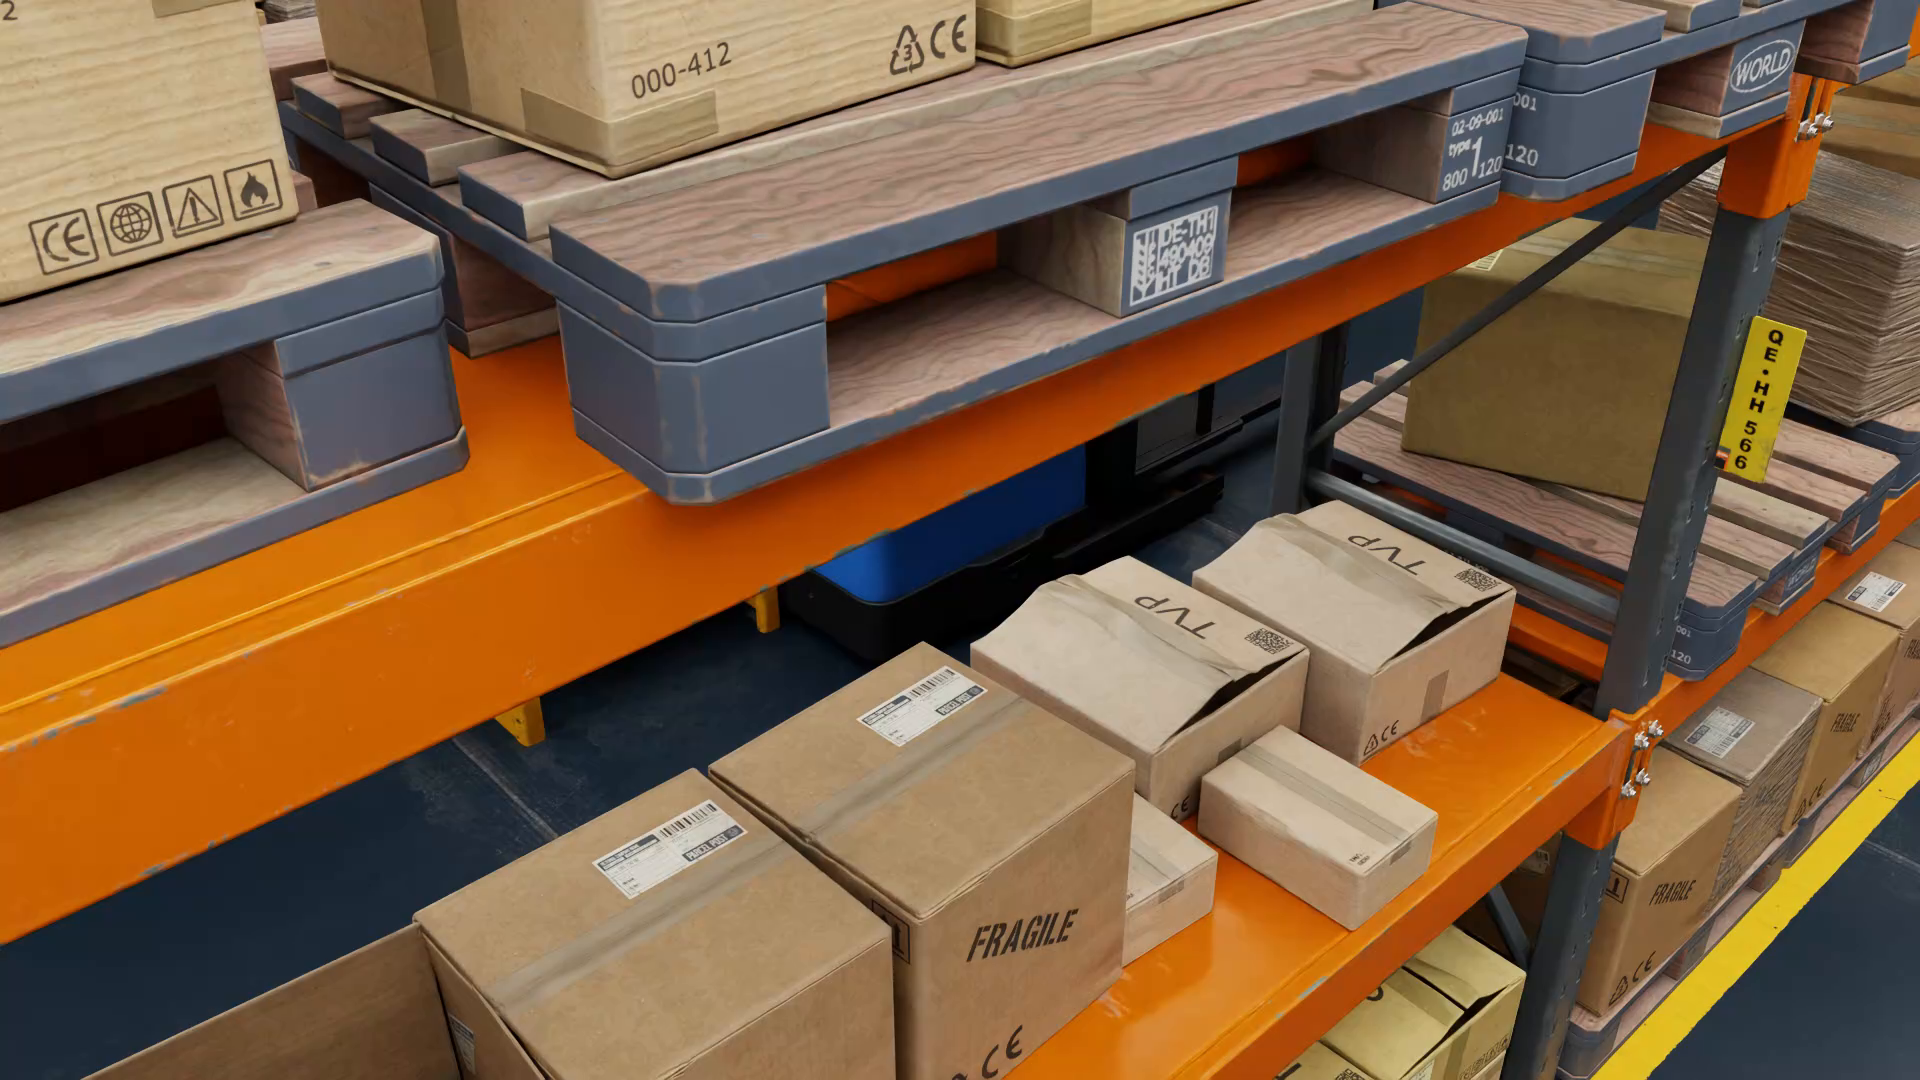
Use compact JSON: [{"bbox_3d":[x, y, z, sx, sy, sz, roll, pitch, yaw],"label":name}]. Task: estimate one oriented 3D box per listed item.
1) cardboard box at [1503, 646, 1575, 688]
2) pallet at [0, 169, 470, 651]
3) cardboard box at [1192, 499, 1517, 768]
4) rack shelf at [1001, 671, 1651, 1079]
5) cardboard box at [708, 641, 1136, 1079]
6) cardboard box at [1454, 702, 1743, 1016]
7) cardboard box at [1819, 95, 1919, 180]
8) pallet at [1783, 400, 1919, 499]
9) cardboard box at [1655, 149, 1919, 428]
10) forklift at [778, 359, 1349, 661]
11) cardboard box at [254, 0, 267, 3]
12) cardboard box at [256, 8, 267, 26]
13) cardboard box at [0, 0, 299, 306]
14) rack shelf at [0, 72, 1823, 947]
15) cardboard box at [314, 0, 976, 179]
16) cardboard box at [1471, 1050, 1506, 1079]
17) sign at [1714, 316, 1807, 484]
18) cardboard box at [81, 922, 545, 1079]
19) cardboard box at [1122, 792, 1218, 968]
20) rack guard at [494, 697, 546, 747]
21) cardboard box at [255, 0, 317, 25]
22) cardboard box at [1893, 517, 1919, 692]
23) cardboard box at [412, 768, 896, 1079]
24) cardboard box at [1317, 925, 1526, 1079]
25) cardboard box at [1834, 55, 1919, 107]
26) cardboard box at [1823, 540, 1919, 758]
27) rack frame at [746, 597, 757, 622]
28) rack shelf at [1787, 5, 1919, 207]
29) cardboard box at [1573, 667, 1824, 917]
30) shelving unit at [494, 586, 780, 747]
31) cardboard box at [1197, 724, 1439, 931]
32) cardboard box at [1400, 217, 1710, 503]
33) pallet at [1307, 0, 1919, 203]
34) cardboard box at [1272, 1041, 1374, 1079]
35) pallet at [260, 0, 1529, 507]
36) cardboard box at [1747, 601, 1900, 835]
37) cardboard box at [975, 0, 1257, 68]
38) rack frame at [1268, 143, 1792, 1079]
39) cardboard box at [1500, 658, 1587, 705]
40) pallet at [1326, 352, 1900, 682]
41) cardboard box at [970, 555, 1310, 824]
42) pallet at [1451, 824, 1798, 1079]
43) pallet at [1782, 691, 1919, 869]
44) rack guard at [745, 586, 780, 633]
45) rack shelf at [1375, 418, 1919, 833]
[{"bbox_3d":[1.722,0.132,4.915,0.500,0.250,0.500,-24,39,-34],"label":"cardboard box"},{"bbox_3d":[-1.137,-0.081,1.316,0.805,0.209,1.217,27,41,37],"label":"pallet"},{"bbox_3d":[0.861,0.166,3.688,0.500,0.311,0.500,-23,38,-33],"label":"cardboard box"},{"bbox_3d":[-0.309,1.032,2.876,4.000,0.370,1.077,-26,40,-35],"label":"rack shelf"},{"bbox_3d":[-0.061,0.575,2.839,0.500,0.500,0.500,27,40,36],"label":"cardboard box"},{"bbox_3d":[1.686,0.843,4.471,0.500,0.500,0.500,-24,39,-34],"label":"cardboard box"},{"bbox_3d":[2.837,-0.974,4.970,0.700,0.500,0.500,18,36,27],"label":"cardboard box"},{"bbox_3d":[2.581,-0.594,5.030,1.213,0.211,1.003,-26,40,-35],"label":"pallet"},{"bbox_3d":[2.343,-0.724,4.560,0.500,0.500,0.700,-18,36,-27],"label":"cardboard box"},{"bbox_3d":[0.461,-1.475,6.352,3.031,2.935,1.130,-26,40,-36],"label":"forklift"},{"bbox_3d":[-2.671,-2.131,6.221,0.380,0.149,0.250,22,38,31],"label":"cardboard box"},{"bbox_3d":[-2.942,-1.729,6.185,0.700,0.500,0.500,25,39,35],"label":"cardboard box"},{"bbox_3d":[-0.916,-0.371,1.347,0.500,0.250,0.500,25,39,34],"label":"cardboard box"},{"bbox_3d":[-0.309,-0.247,2.094,4.000,0.370,1.077,-26,40,-35],"label":"rack shelf"},{"bbox_3d":[-0.332,-0.615,1.746,0.500,0.250,0.500,25,40,35],"label":"cardboard box"},{"bbox_3d":[0.938,1.290,3.999,0.500,0.250,0.500,-25,39,-34],"label":"cardboard box"},{"bbox_3d":[1.538,-0.267,3.201,0.005,0.325,0.100,-26,40,-35],"label":"sign"},{"bbox_3d":[-0.815,0.939,2.243,0.500,0.500,0.500,-23,38,-32],"label":"cardboard box"},{"bbox_3d":[0.261,0.597,3.139,0.250,0.149,0.380,-23,38,-32],"label":"cardboard box"},{"bbox_3d":[-1.627,0.468,5.745,0.087,0.250,0.587,-26,40,-35],"label":"rack guard"},{"bbox_3d":[-2.551,-1.938,6.526,0.700,0.500,0.500,24,39,34],"label":"cardboard box"},{"bbox_3d":[3.188,0.110,5.669,0.500,0.500,0.500,-25,39,-35],"label":"cardboard box"},{"bbox_3d":[-0.447,0.761,2.534,0.500,0.500,0.500,-26,40,-35],"label":"cardboard box"},{"bbox_3d":[0.941,1.051,3.852,0.500,0.311,0.500,-25,39,-34],"label":"cardboard box"},{"bbox_3d":[3.130,-1.274,5.460,0.500,0.500,0.700,-19,36,-28],"label":"cardboard box"},{"bbox_3d":[2.816,0.292,5.372,0.500,0.500,0.500,-27,41,-37],"label":"cardboard box"},{"bbox_3d":[-0.891,-0.416,5.993,0.032,1.500,0.500,-26,40,-35],"label":"rack frame"},{"bbox_3d":[2.624,-1.666,4.414,4.000,0.370,1.077,-26,40,-35],"label":"rack shelf"},{"bbox_3d":[2.066,0.655,4.778,0.500,0.500,0.500,-27,41,-37],"label":"cardboard box"},{"bbox_3d":[-1.259,-0.240,5.706,1.083,1.500,0.587,-26,40,-35],"label":"shelving unit"},{"bbox_3d":[0.686,0.548,3.220,0.250,0.149,0.380,-26,40,-35],"label":"cardboard box"},{"bbox_3d":[1.543,-0.472,4.149,0.700,0.500,0.500,15,35,23],"label":"cardboard box"},{"bbox_3d":[0.721,-0.908,2.666,1.003,0.211,1.213,-24,39,-33],"label":"pallet"},{"bbox_3d":[0.565,1.237,3.547,0.500,0.311,0.500,-27,40,-36],"label":"cardboard box"},{"bbox_3d":[-0.097,-0.511,2.015,1.213,0.211,1.003,-24,39,-33],"label":"pallet"},{"bbox_3d":[2.437,0.479,5.066,0.500,0.500,0.500,-26,40,-36],"label":"cardboard box"},{"bbox_3d":[0.064,-0.805,2.057,0.500,0.250,0.500,-27,40,-36],"label":"cardboard box"},{"bbox_3d":[1.158,0.016,3.849,0.127,3.000,1.000,-26,40,-35],"label":"rack frame"},{"bbox_3d":[1.684,0.473,5.075,0.500,0.500,0.500,-24,39,-34],"label":"cardboard box"},{"bbox_3d":[1.607,-0.170,4.336,1.003,0.211,1.213,-26,40,-35],"label":"pallet"},{"bbox_3d":[0.370,0.297,3.474,0.500,0.311,0.500,-26,40,-36],"label":"cardboard box"},{"bbox_3d":[1.731,0.955,4.986,1.213,0.211,1.003,-26,40,-35],"label":"pallet"},{"bbox_3d":[2.625,0.525,5.690,1.213,0.211,1.003,-26,40,-35],"label":"pallet"},{"bbox_3d":[-0.892,0.117,6.318,0.087,0.250,0.587,-26,40,-35],"label":"rack guard"},{"bbox_3d":[2.624,-0.387,5.196,4.000,0.370,1.077,-26,40,-35],"label":"rack shelf"}]
